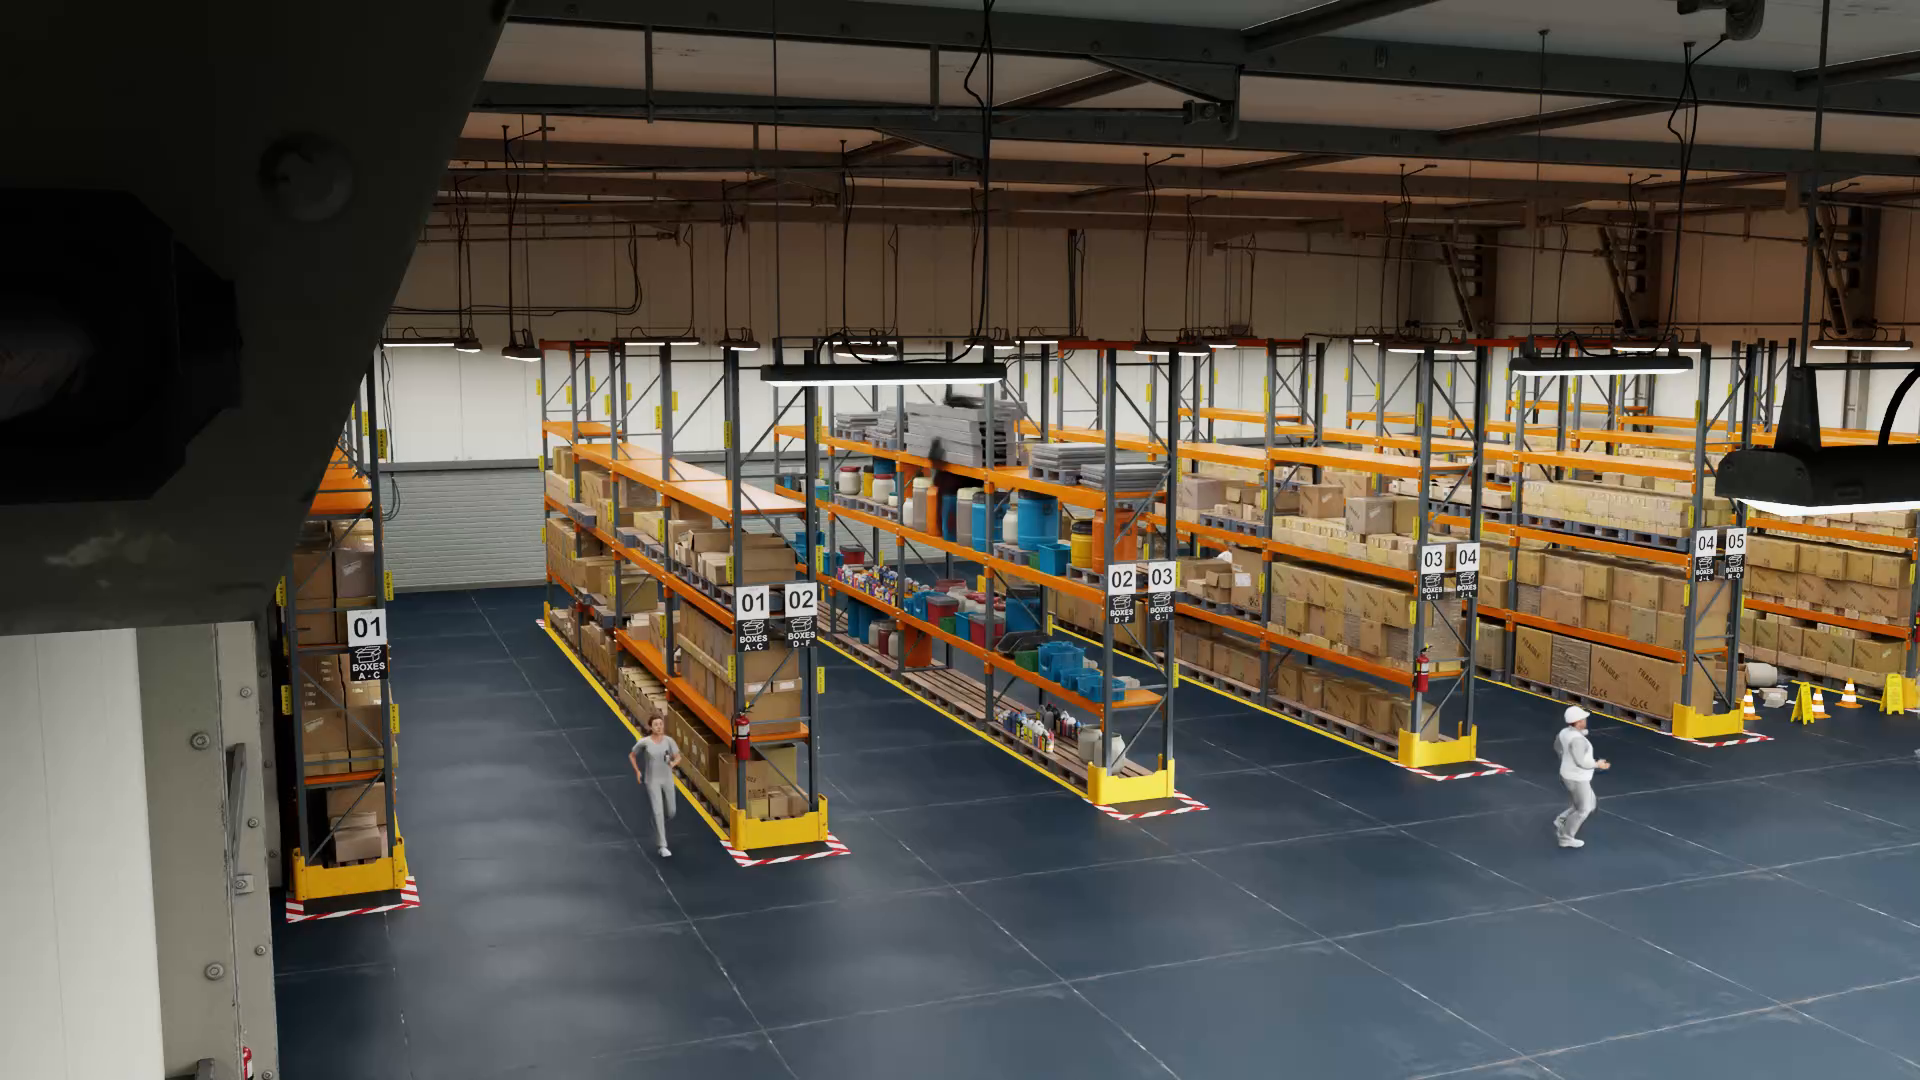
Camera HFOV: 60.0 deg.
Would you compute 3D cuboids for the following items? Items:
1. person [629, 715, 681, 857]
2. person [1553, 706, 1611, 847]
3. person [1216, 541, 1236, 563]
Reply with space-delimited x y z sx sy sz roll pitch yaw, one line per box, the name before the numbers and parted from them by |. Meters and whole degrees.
person | -3.639 2.922 20.016 0.592 1.646 0.874 -4 8 -27
person | 7.527 2.857 20.123 0.578 1.726 0.650 1 7 6
person | 5.766 0.840 35.588 0.673 1.770 0.715 -3 8 -19
